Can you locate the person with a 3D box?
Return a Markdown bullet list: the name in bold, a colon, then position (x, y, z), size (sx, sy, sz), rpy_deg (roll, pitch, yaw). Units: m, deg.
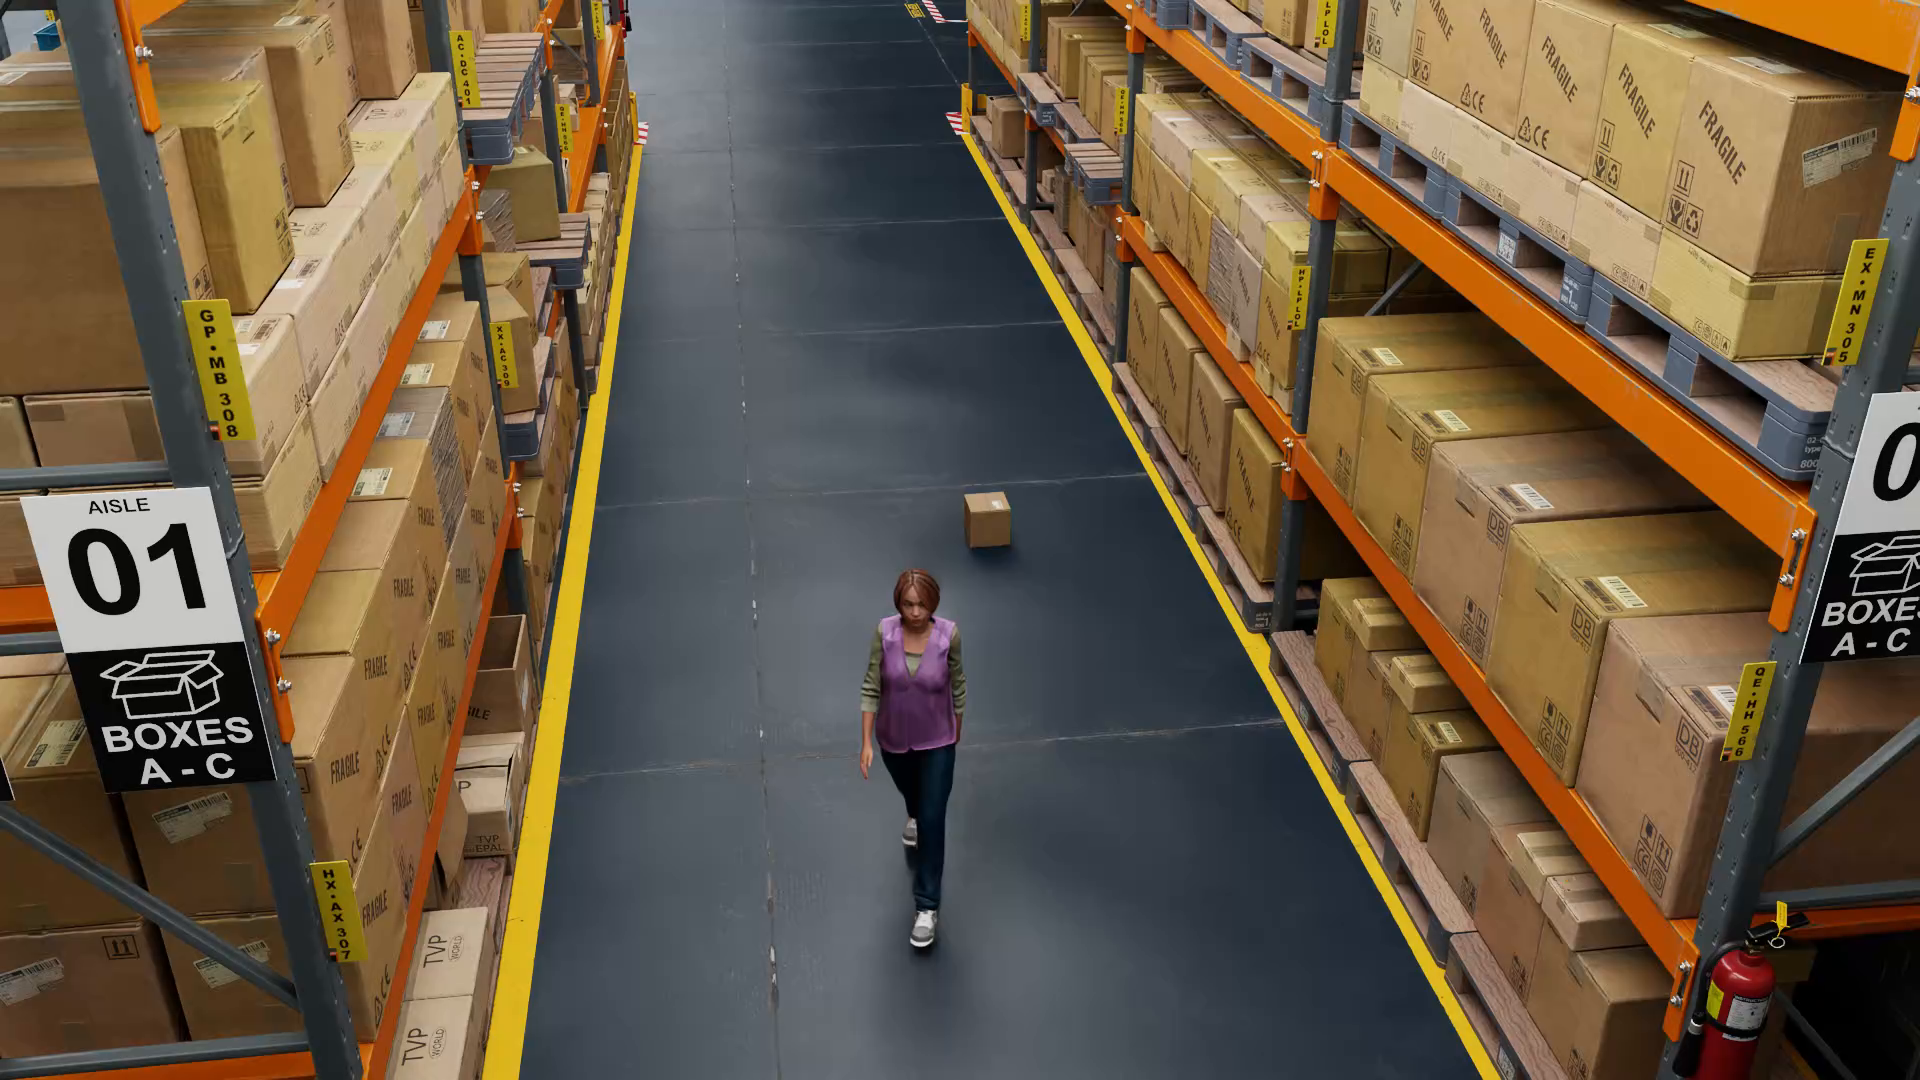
- **person**: position (-0.201, 0.836, 7.013), size (0.427, 1.541, 0.925), rpy_deg (4, 28, 7)
